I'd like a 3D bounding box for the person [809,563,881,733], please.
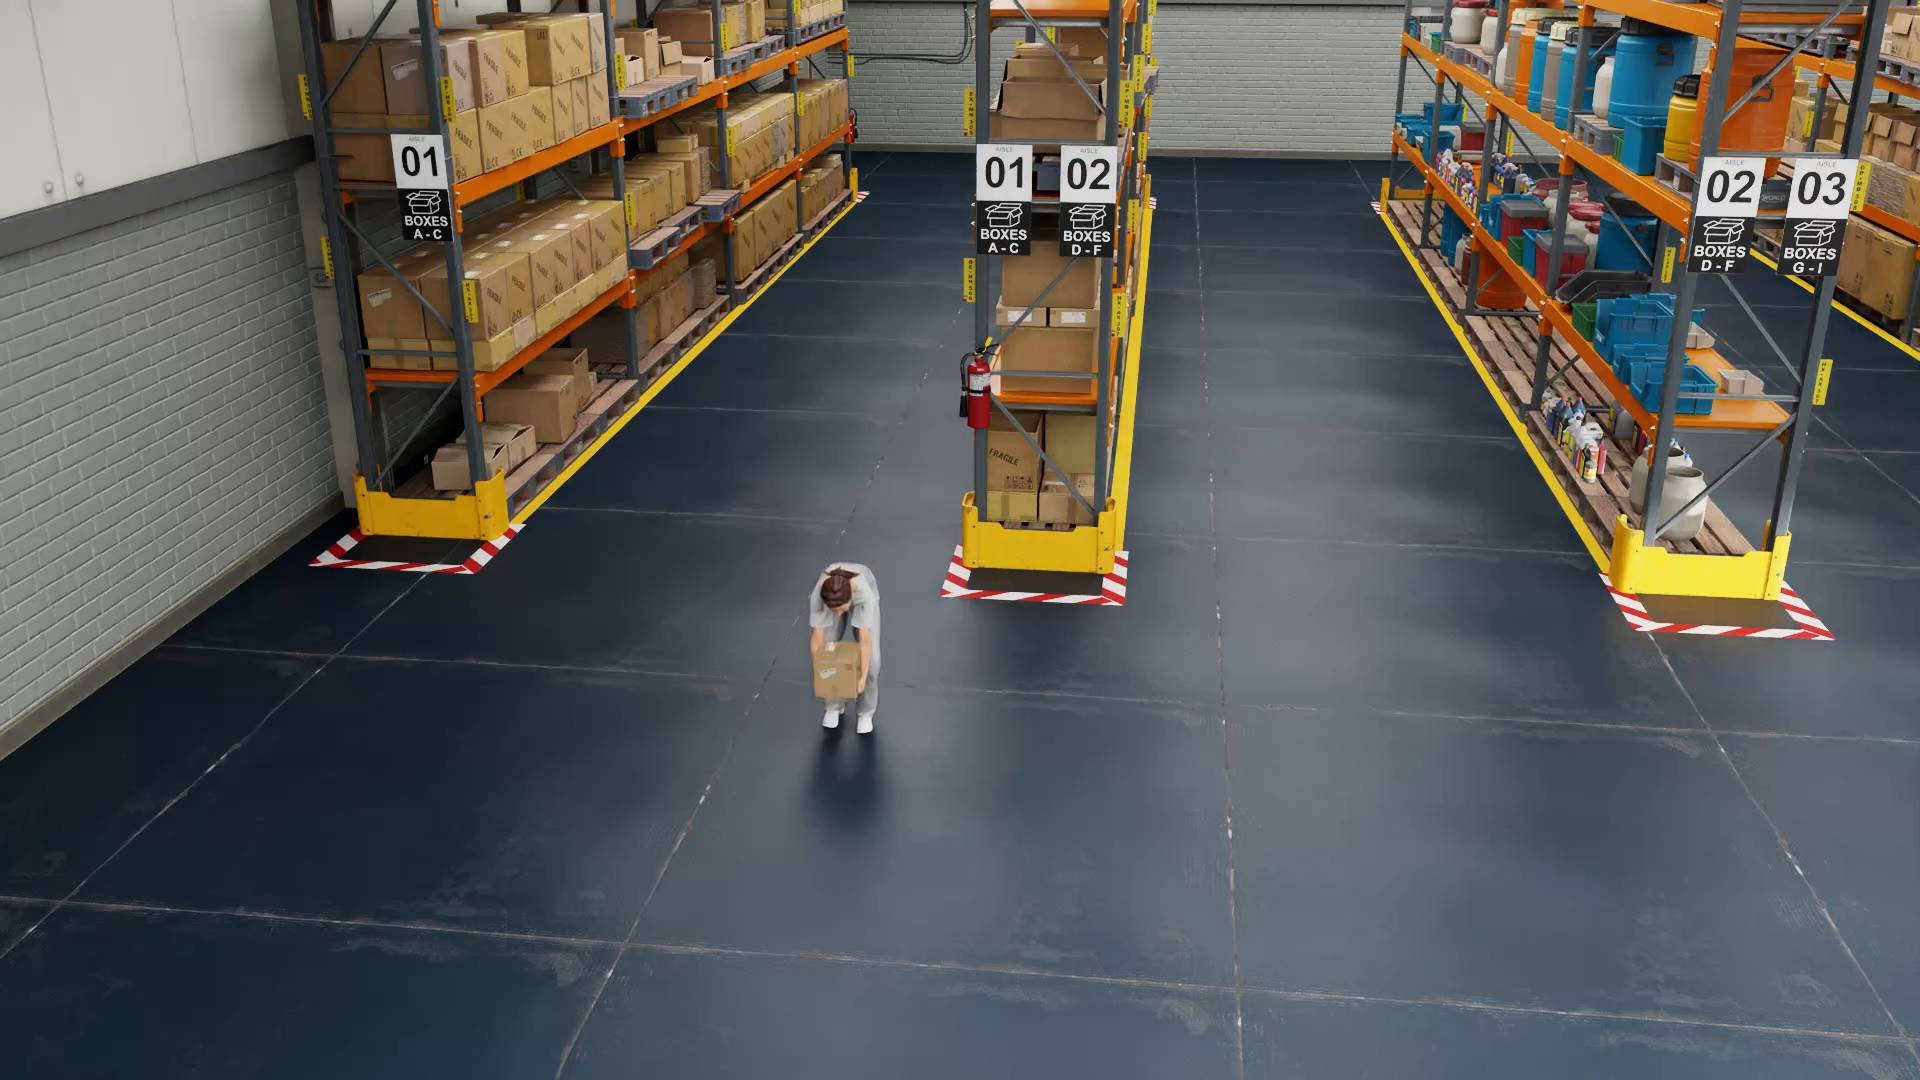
[{"bbox_3d":[-0.704,0.650,10.088,0.429,1.190,0.843,2,21,4],"label":"person"}]
